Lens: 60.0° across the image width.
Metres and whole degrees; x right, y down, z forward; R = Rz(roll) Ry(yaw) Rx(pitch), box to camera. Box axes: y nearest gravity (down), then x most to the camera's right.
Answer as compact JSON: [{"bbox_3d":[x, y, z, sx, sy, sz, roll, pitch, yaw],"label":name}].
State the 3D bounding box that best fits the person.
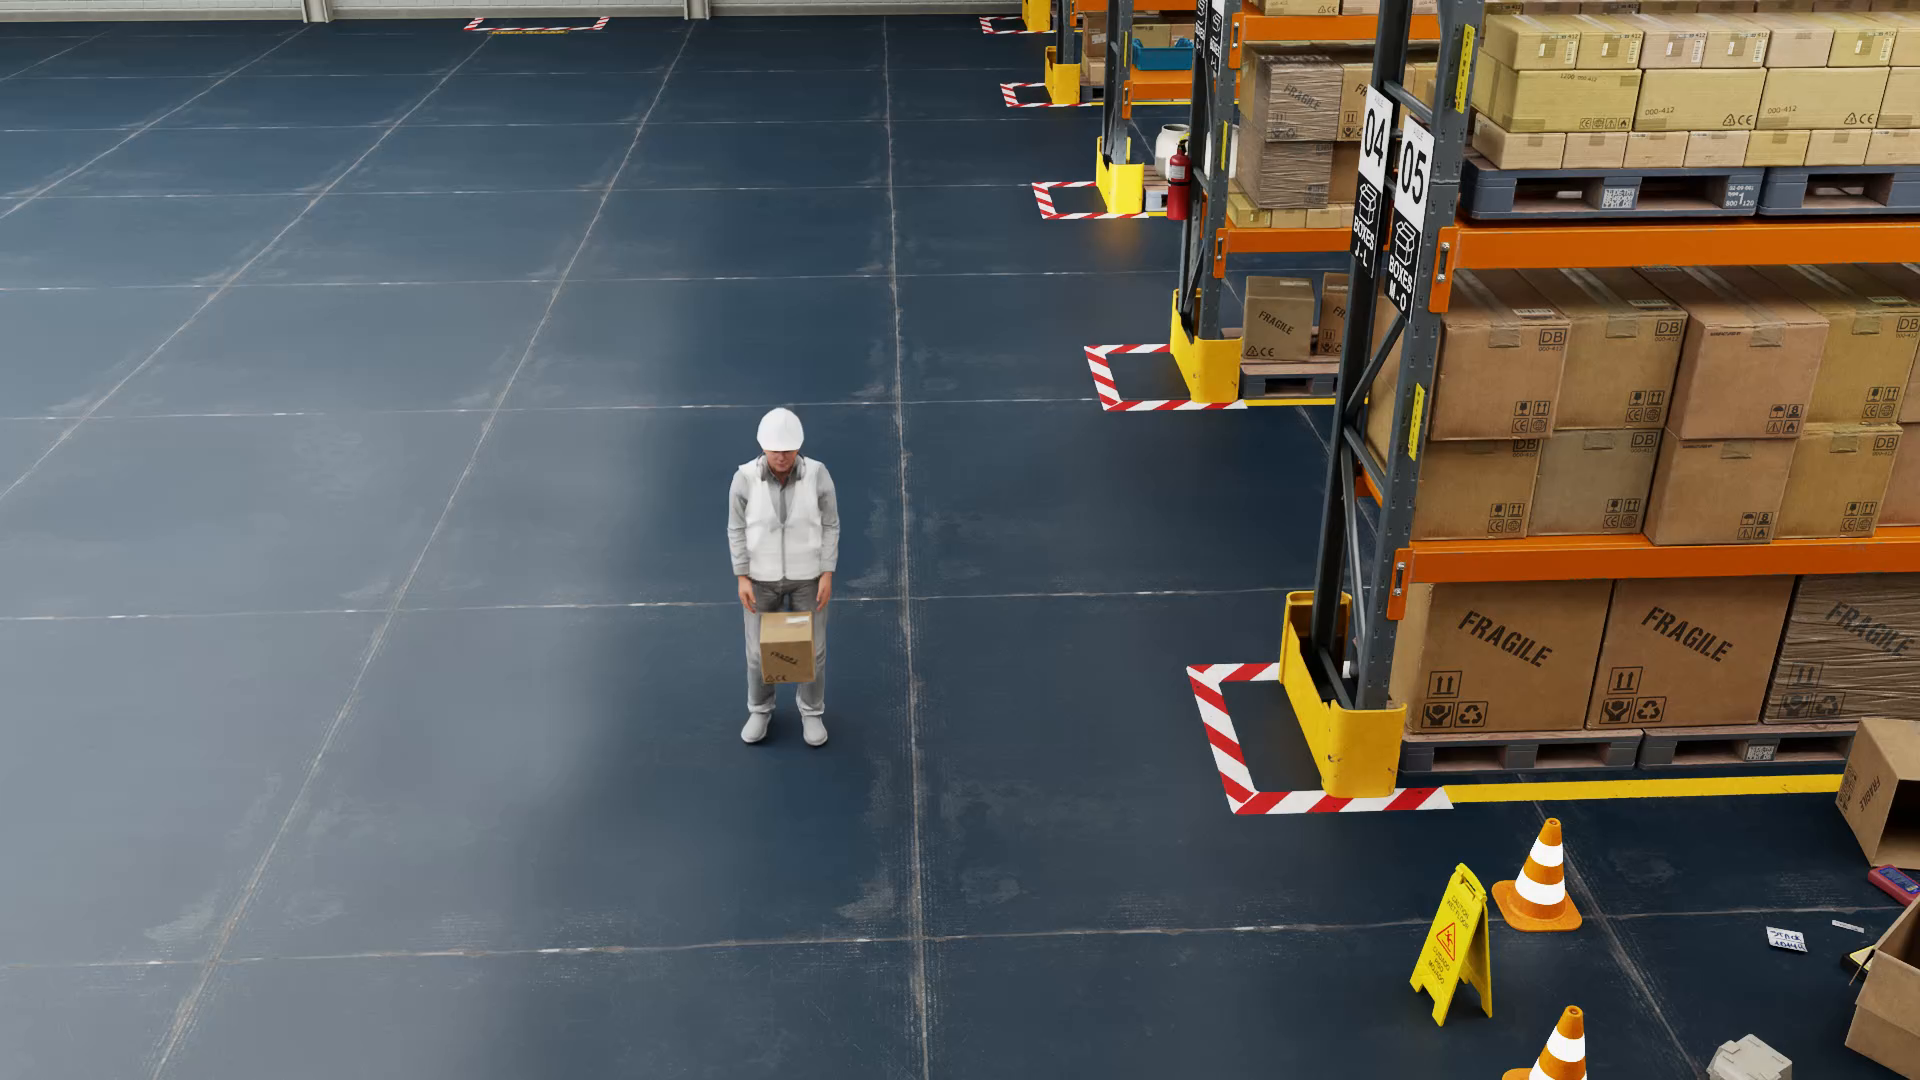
[{"bbox_3d":[-0.862,0.174,8.251,0.555,1.775,0.471,-2,27,-4],"label":"person"}]
